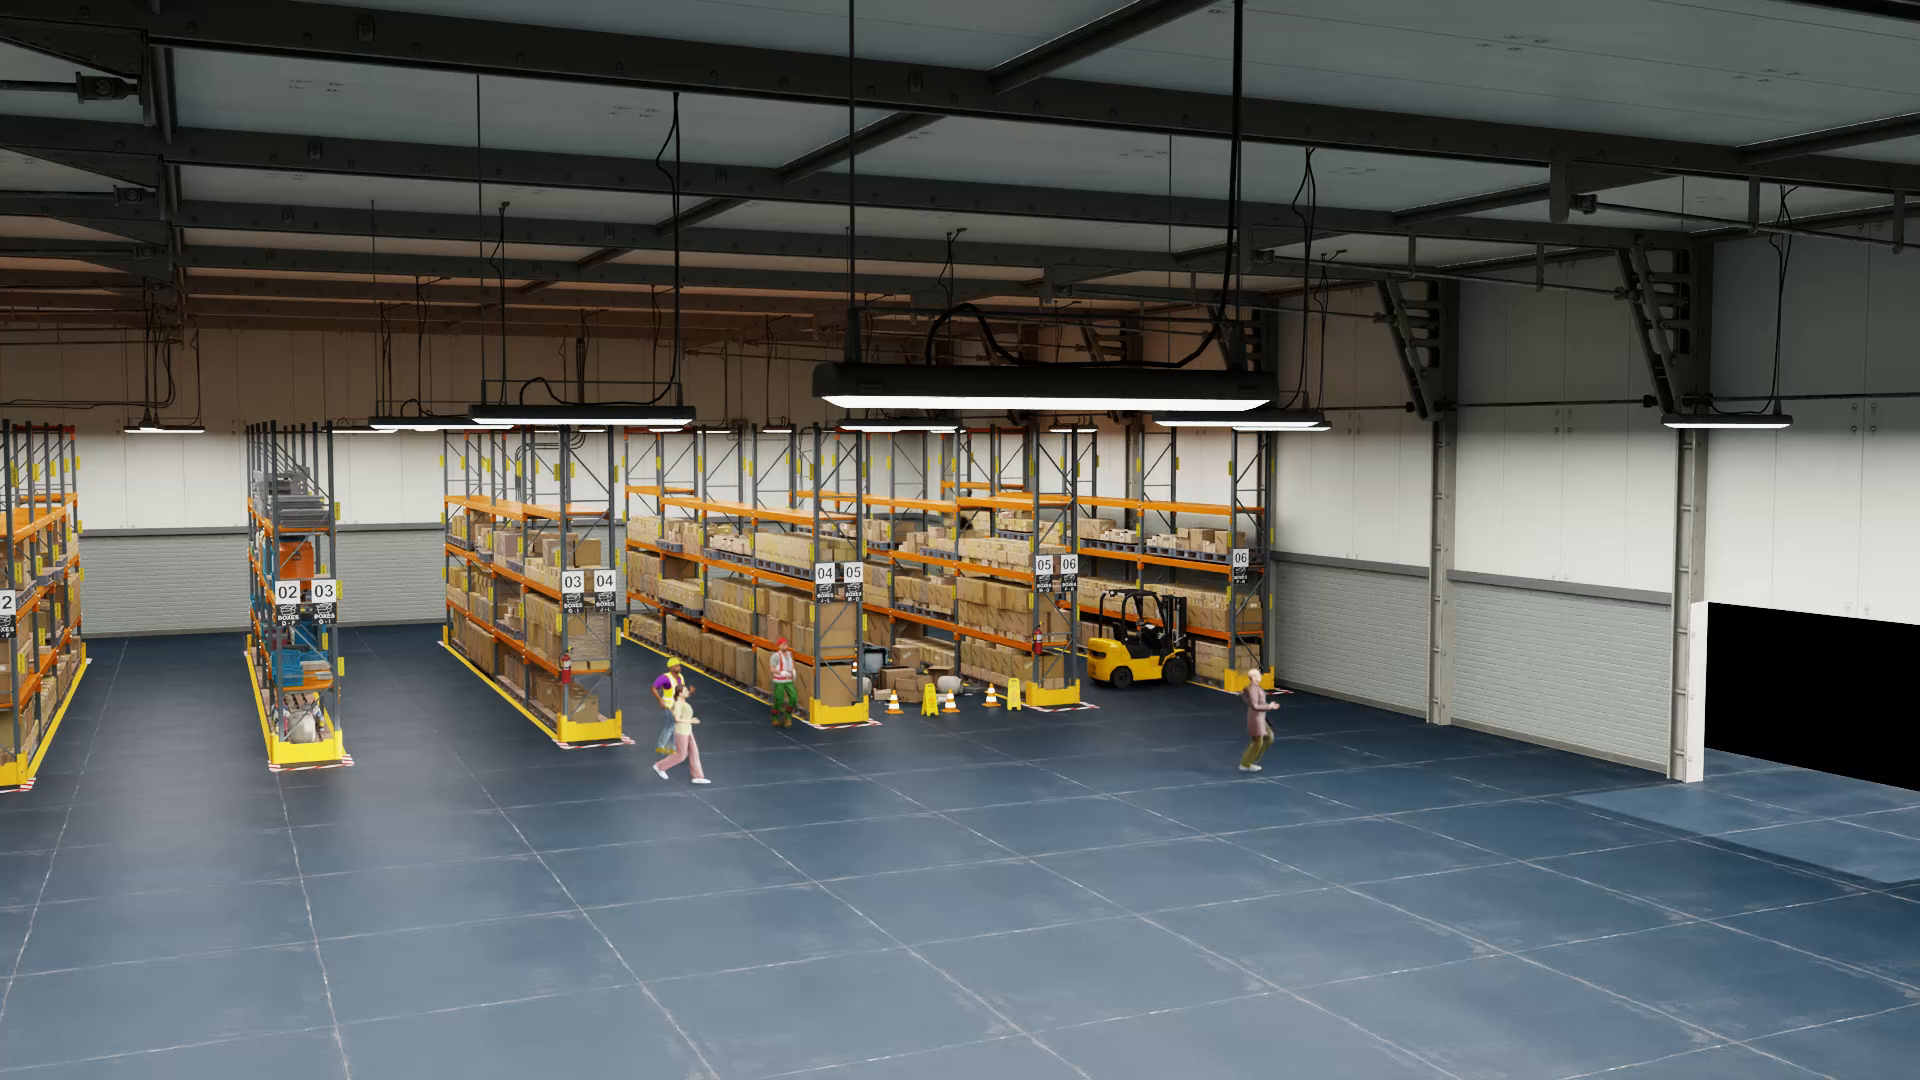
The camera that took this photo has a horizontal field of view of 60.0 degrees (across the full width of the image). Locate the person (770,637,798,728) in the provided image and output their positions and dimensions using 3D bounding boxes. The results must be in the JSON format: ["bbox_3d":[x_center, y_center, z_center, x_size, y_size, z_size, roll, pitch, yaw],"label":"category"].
[{"bbox_3d":[-3.426,2.809,32.564,0.690,1.821,0.710,-3,5,-41],"label":"person"}]

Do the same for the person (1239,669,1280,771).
[{"bbox_3d":[5.101,3.077,28.294,0.681,1.768,0.693,1,4,13],"label":"person"}]

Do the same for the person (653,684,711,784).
[{"bbox_3d":[-4.555,3.180,27.224,0.935,1.663,0.578,0,4,1],"label":"person"}]

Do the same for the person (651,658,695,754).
[{"bbox_3d":[-5.093,3.006,29.649,0.747,1.823,0.661,1,4,16],"label":"person"}]
